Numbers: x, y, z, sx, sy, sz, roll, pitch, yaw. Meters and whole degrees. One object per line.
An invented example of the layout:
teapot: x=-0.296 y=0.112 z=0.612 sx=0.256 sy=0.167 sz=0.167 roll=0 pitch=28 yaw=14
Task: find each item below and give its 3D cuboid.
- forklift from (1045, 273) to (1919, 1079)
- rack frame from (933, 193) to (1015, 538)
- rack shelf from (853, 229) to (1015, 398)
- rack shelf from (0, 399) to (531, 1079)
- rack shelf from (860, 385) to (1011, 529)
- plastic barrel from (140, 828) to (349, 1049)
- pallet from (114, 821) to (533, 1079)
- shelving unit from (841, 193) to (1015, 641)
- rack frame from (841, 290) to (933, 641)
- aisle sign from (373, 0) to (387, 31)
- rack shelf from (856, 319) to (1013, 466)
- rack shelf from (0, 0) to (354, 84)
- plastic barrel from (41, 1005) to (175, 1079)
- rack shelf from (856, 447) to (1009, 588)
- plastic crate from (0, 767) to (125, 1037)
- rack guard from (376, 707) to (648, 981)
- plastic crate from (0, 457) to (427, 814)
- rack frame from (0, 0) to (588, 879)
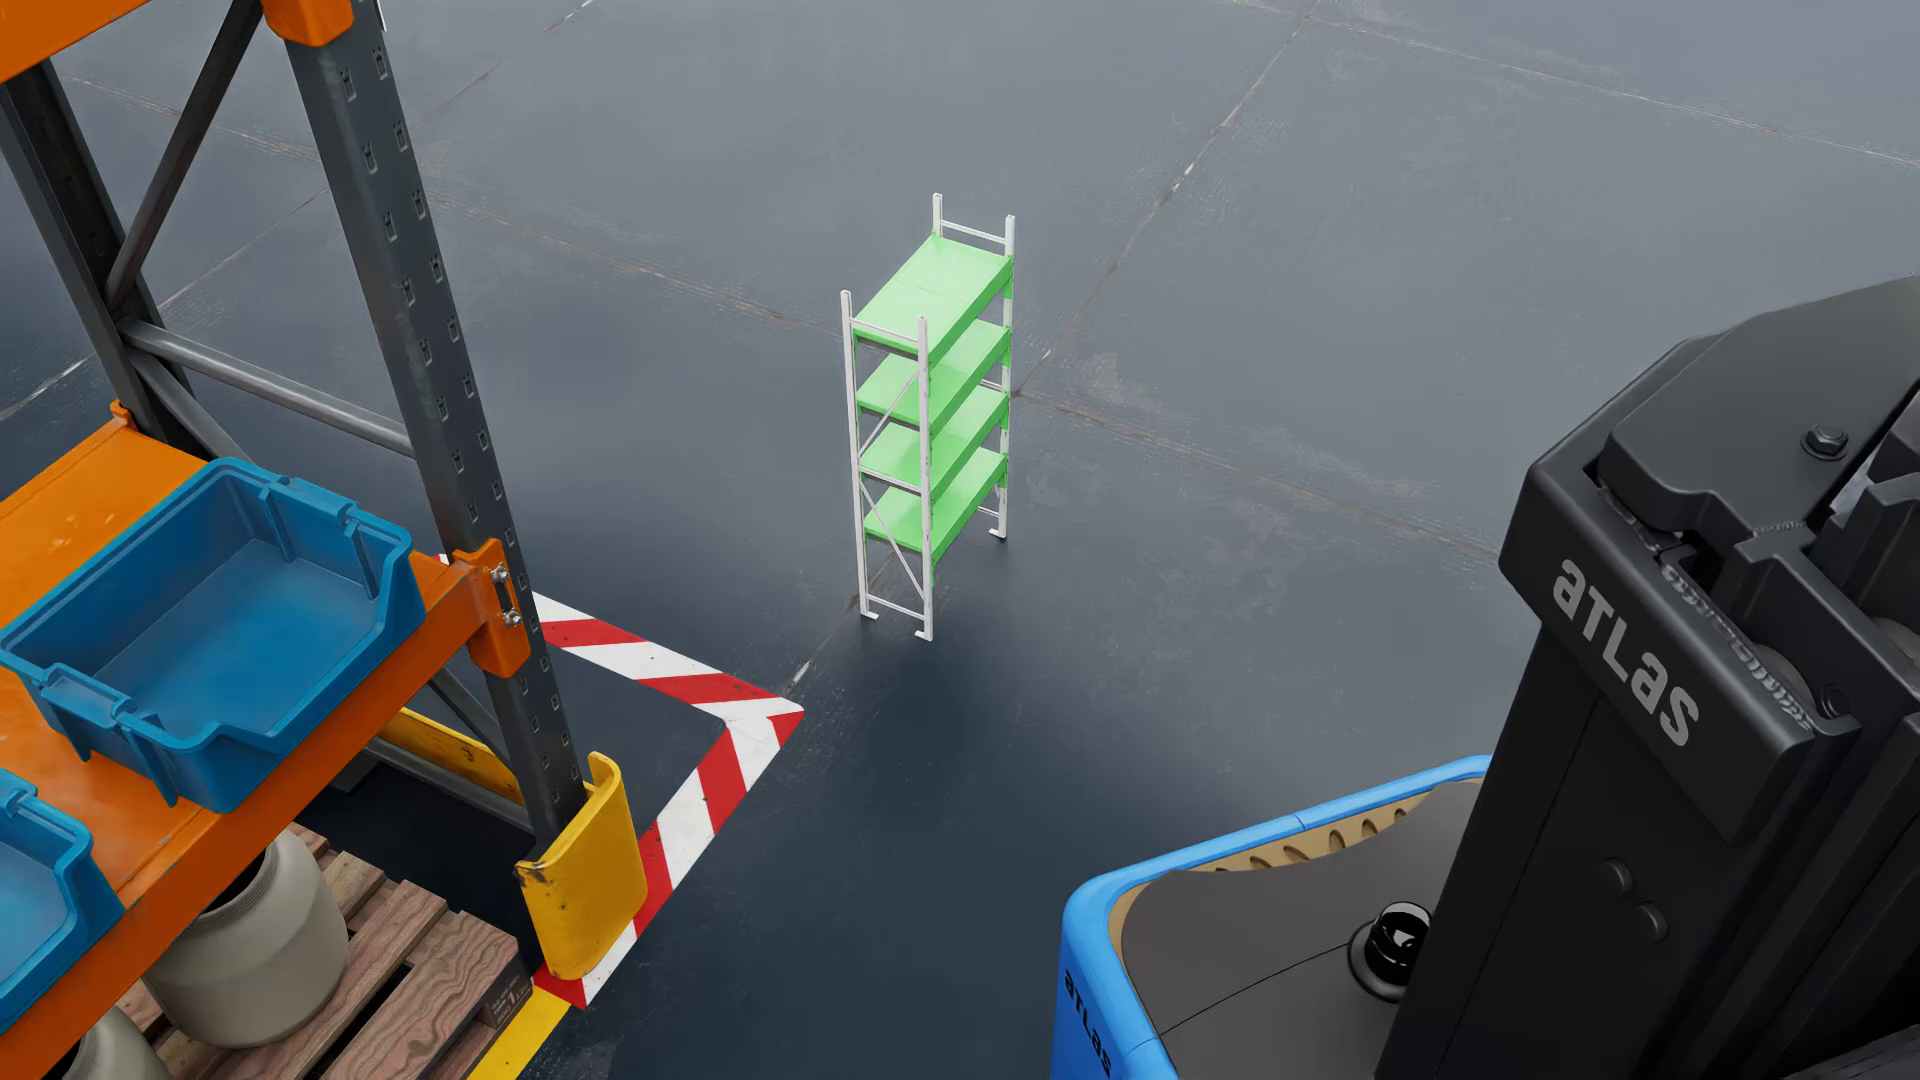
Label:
forklift: x=1.160 y=1.241 z=1.963 sx=1.130 sy=2.935 sz=3.031 roll=-15 pitch=47 yaw=-14
rack frame: x=0.036 y=-0.471 z=4.872 sx=0.240 sy=1.200 sz=0.015 roll=20 pitch=49 yaw=19
rack shelf: x=-0.077 y=-0.610 z=4.424 sx=0.258 sy=0.148 sz=0.480 roll=20 pitch=49 yaw=19
rack shelf: x=-2.323 y=1.212 z=2.448 sx=1.077 sy=0.370 sz=4.000 roll=20 pitch=49 yaw=19
rack shelf: x=-0.077 y=-0.273 z=4.766 sx=0.258 sy=0.148 sz=0.480 roll=20 pitch=49 yaw=19
plastic barrel: x=-1.633 y=0.866 z=3.739 sx=0.421 sy=0.512 sz=0.421 roll=0 pitch=45 yaw=0
pallet: x=-1.771 y=1.253 z=3.863 sx=1.003 sy=0.211 sz=1.213 roll=20 pitch=49 yaw=19
shelving unit: x=-0.077 y=-0.317 z=4.720 sx=0.258 sy=1.200 sz=0.503 roll=20 pitch=49 yaw=19
rack frame: x=-0.190 y=-0.164 z=4.568 sx=0.240 sy=1.200 sz=0.015 roll=20 pitch=49 yaw=19
aisle sign: x=-1.099 y=-1.161 z=2.461 sx=0.394 sy=0.787 sz=0.004 roll=20 pitch=49 yaw=19
rack shelf: x=-0.077 y=-0.441 z=4.595 sx=0.258 sy=0.148 sz=0.480 roll=20 pitch=49 yaw=19
rack shelf: x=-2.323 y=0.158 z=1.382 sx=1.077 sy=0.370 sz=4.000 roll=20 pitch=49 yaw=19
plastic barrel: x=-1.866 y=1.182 z=3.427 sx=0.421 sy=0.512 sz=0.421 roll=0 pitch=45 yaw=0
rack shelf: x=-0.077 y=-0.104 z=4.936 sx=0.258 sy=0.148 sz=0.480 roll=20 pitch=49 yaw=19
plastic crate: x=-1.669 y=0.573 z=2.679 sx=0.499 sy=0.251 sz=0.408 roll=20 pitch=49 yaw=19
rack guard: x=-1.389 y=0.642 z=4.264 sx=1.175 sy=0.500 sz=0.348 roll=20 pitch=49 yaw=19
plastic crate: x=-1.362 y=0.166 z=3.081 sx=0.499 sy=0.251 sz=0.616 roll=20 pitch=49 yaw=19
rack frame: x=-1.395 y=-0.300 z=3.438 sx=1.000 sy=3.000 sz=0.127 roll=20 pitch=49 yaw=19
